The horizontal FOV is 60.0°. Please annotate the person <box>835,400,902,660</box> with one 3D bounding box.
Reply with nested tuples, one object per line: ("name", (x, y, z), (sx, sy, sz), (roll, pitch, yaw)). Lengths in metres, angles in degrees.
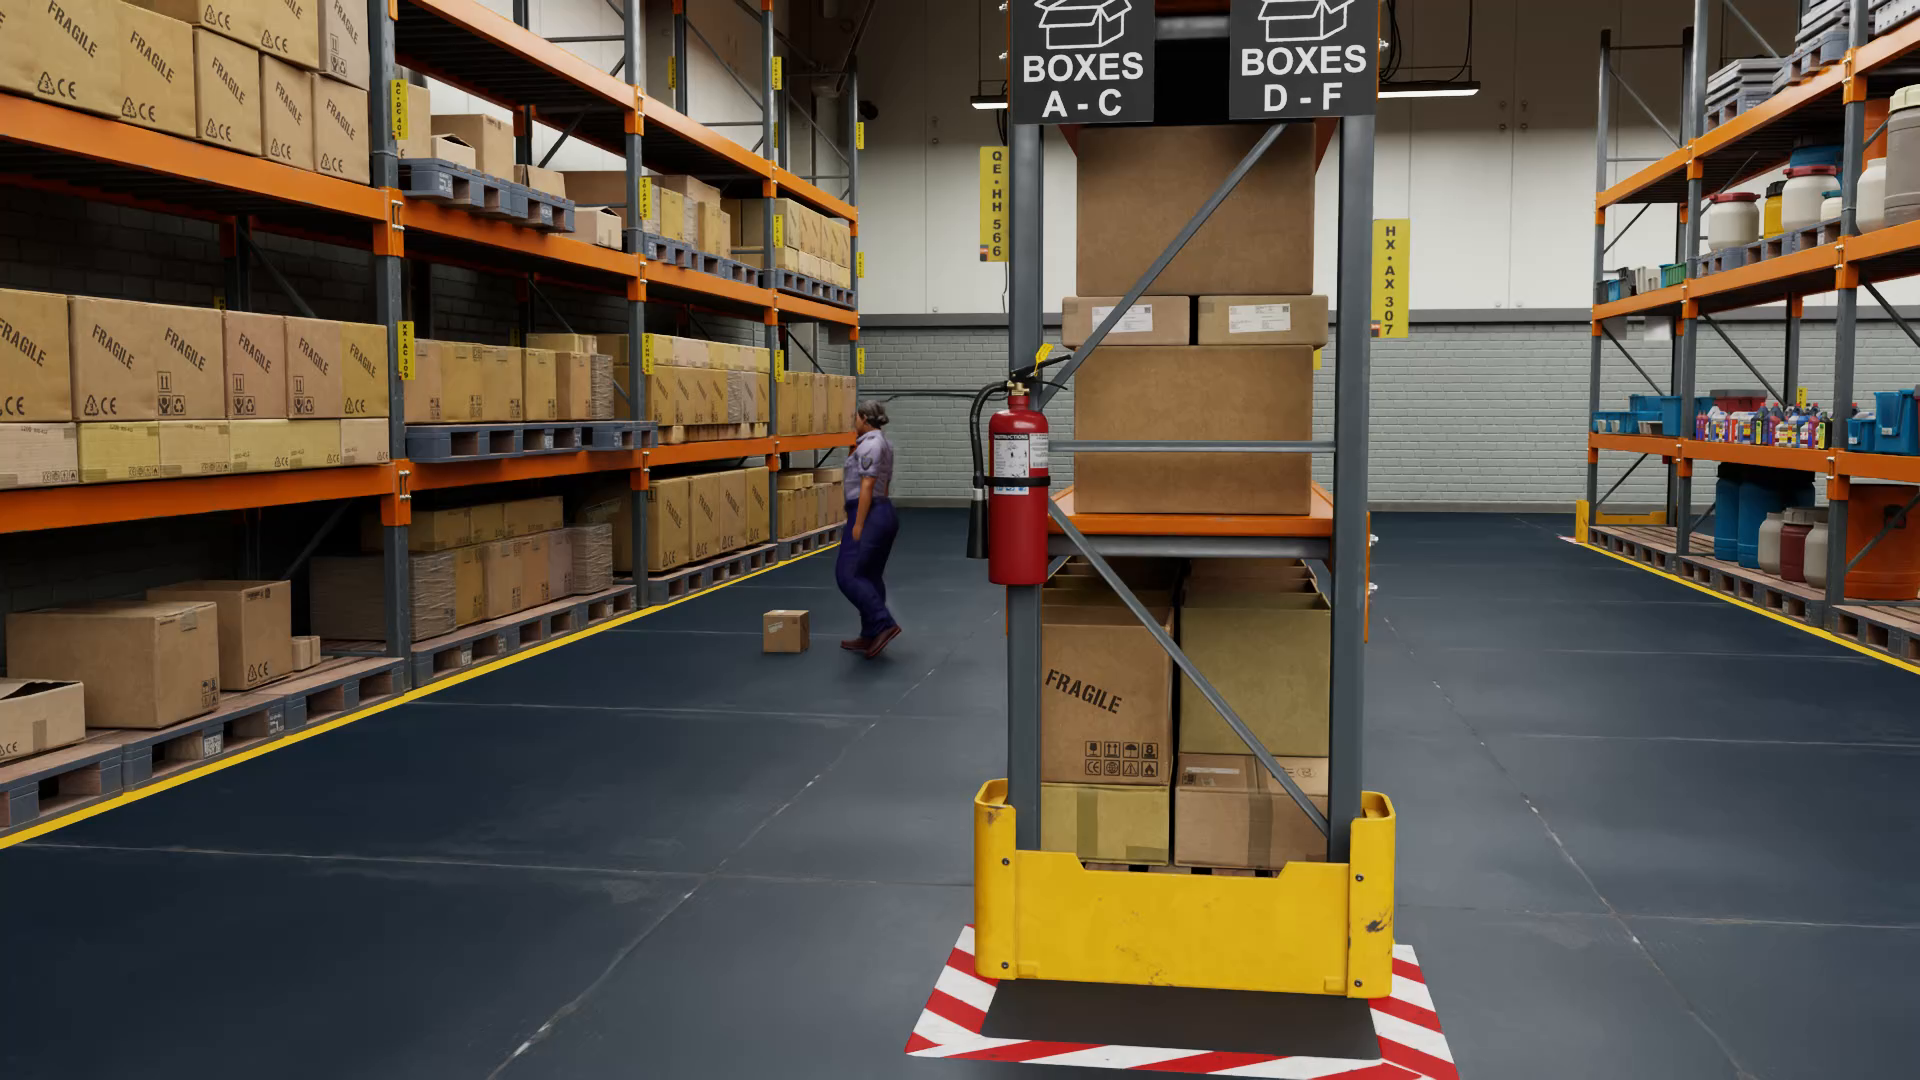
("person", (-0.579, -0.079, 10.847), (0.472, 1.661, 0.569), (1, 5, 10))
